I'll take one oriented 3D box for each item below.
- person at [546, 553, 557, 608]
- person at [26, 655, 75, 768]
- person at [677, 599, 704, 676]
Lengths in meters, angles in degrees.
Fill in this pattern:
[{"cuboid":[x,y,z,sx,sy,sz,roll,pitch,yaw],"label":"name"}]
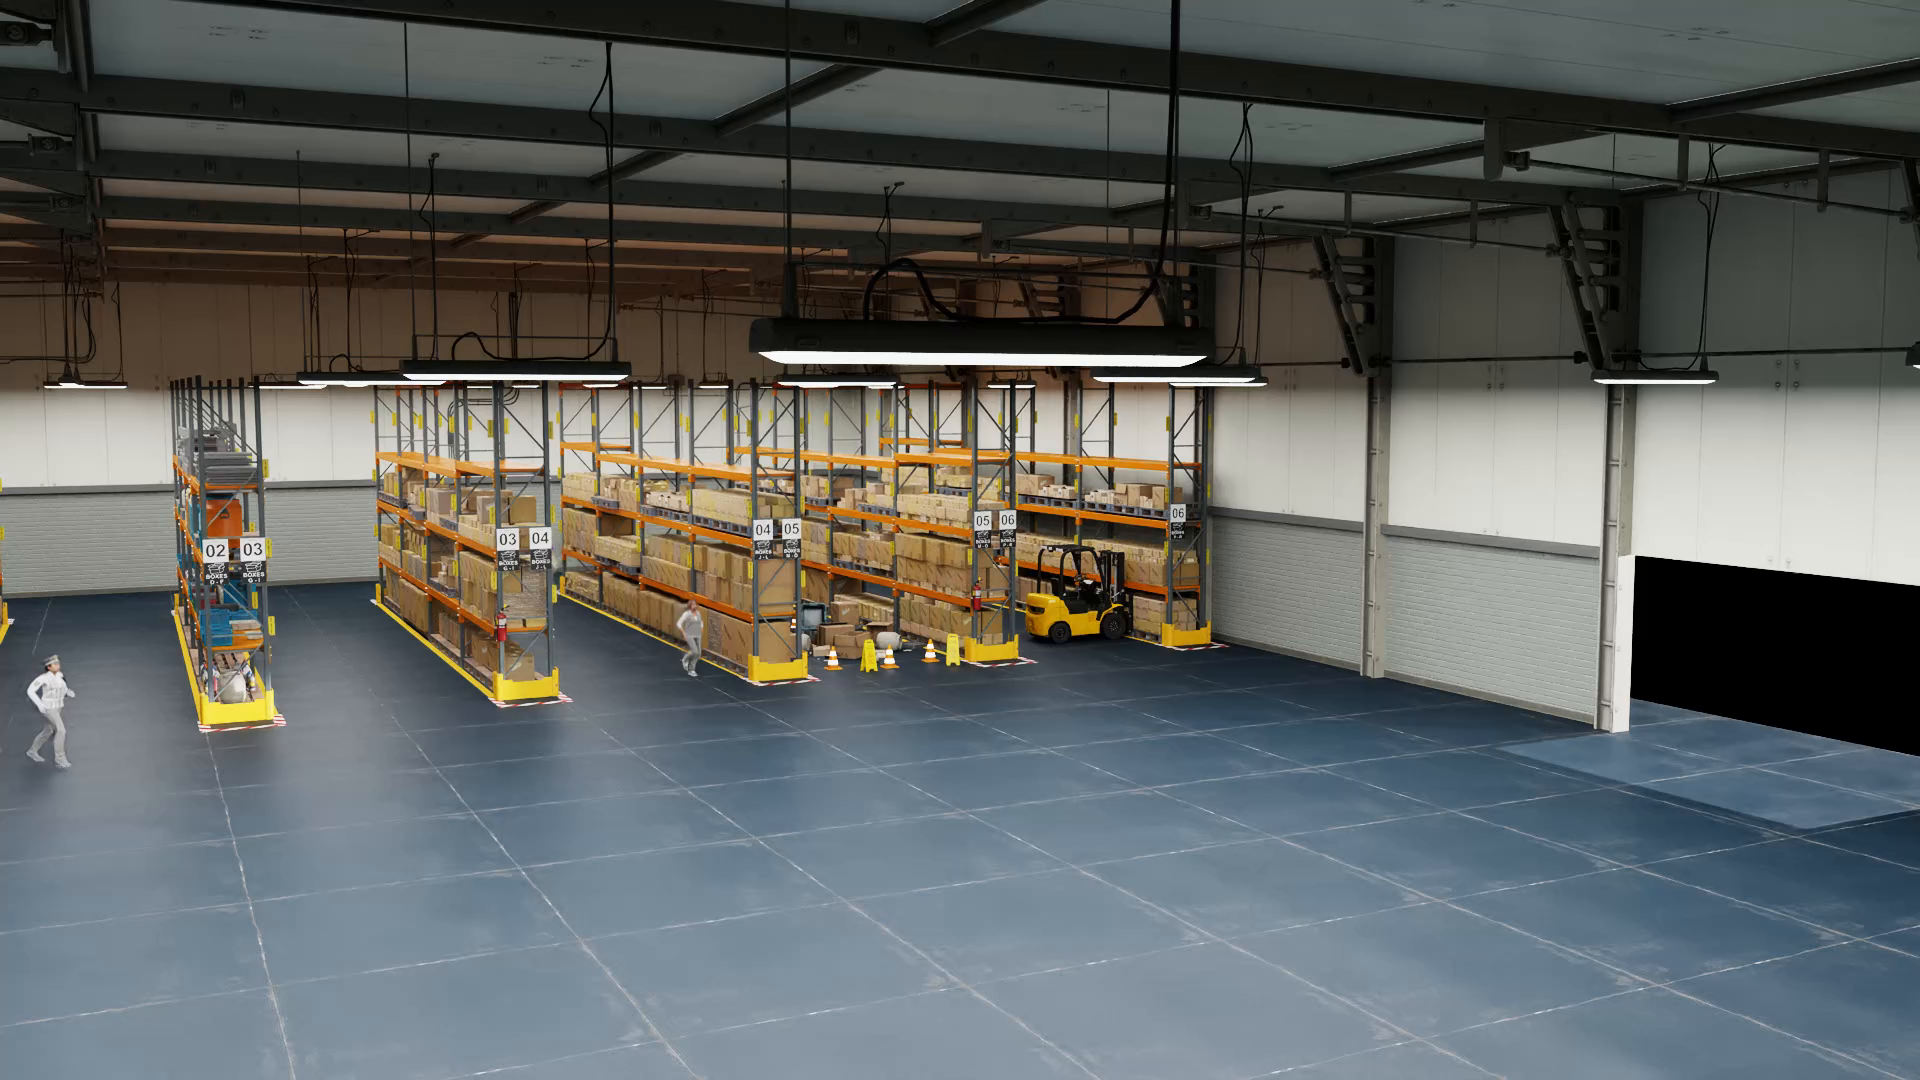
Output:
[{"cuboid":[-11.000,0.954,43.962,0.712,1.759,0.744,-2,6,-25],"label":"person"},{"cuboid":[-13.944,2.616,25.467,0.757,1.744,0.607,0,5,2],"label":"person"},{"cuboid":[-5.354,1.974,33.470,0.530,1.558,0.510,-5,7,-42],"label":"person"}]
